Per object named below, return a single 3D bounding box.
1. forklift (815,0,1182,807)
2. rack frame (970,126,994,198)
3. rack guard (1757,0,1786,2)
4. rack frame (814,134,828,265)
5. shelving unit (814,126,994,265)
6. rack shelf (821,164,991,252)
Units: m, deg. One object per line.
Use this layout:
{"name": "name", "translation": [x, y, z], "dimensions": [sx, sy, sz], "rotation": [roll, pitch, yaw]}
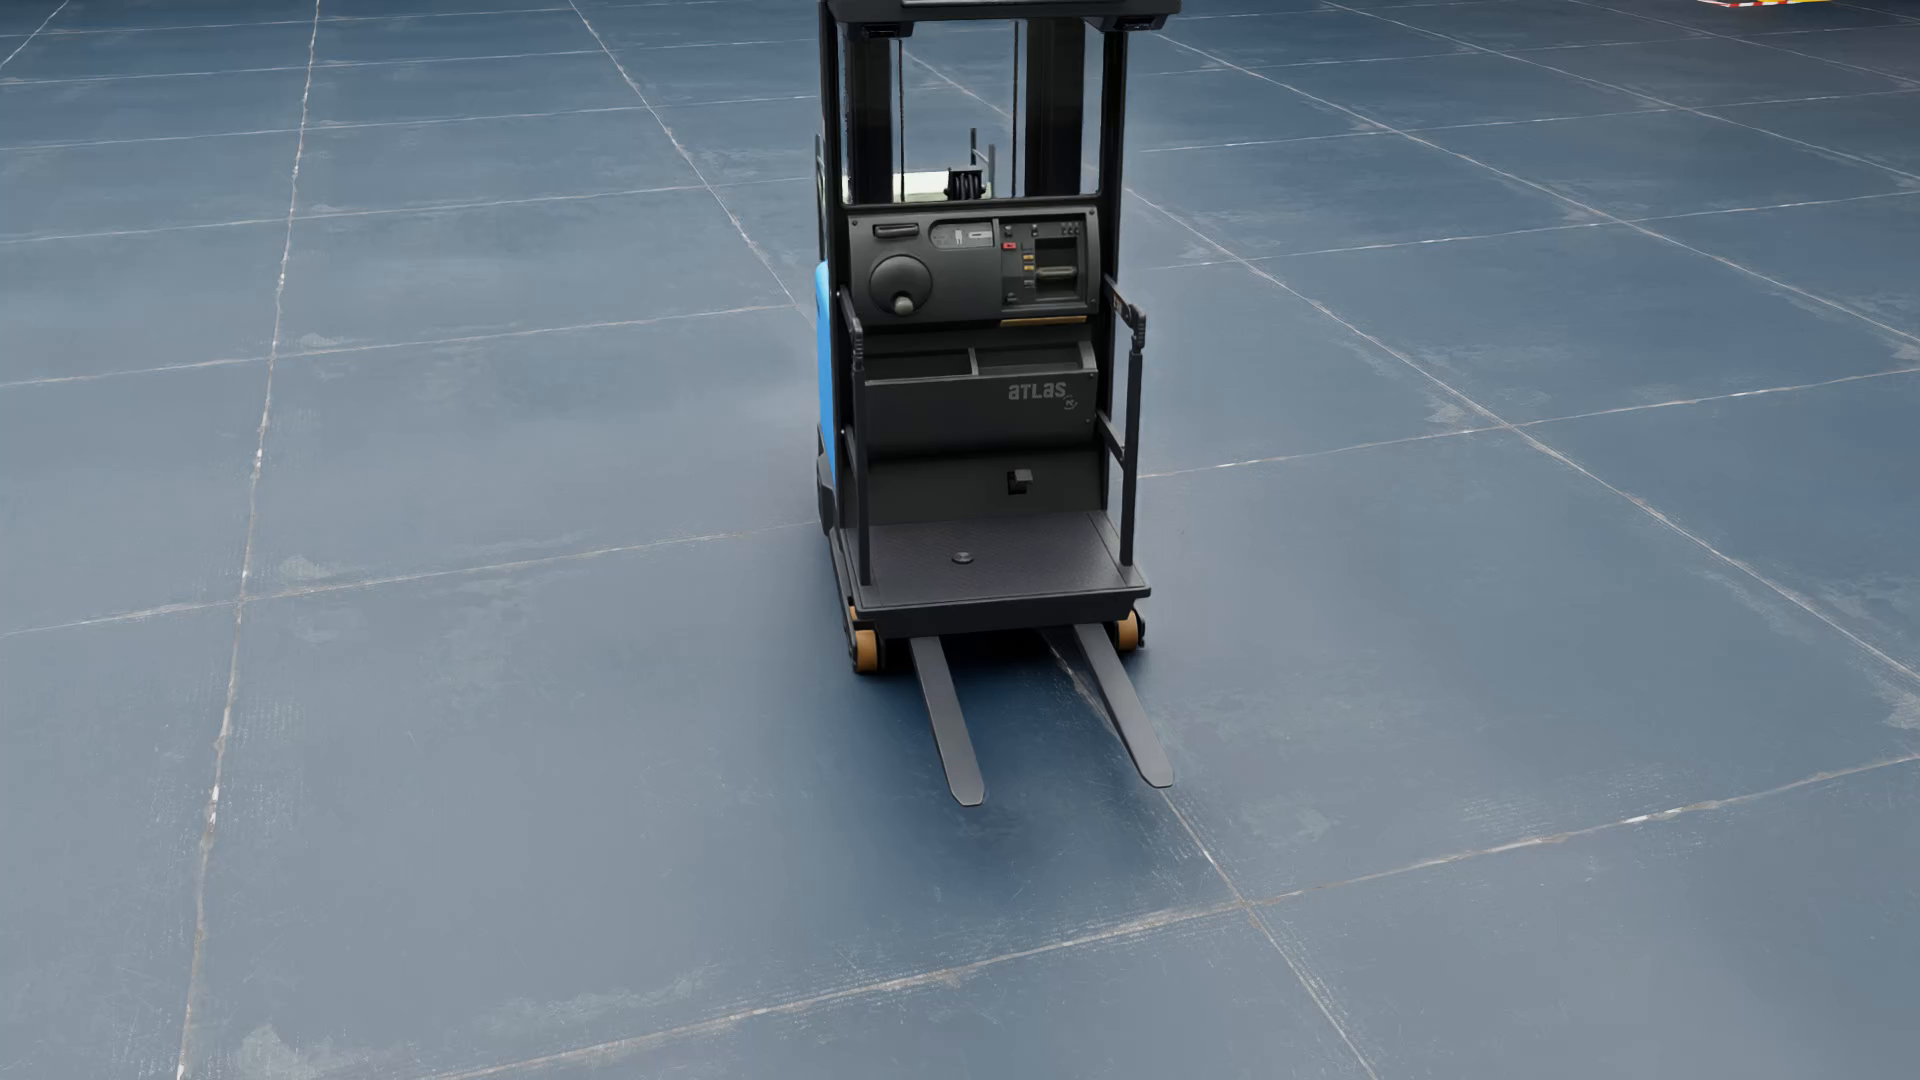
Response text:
{"name": "forklift", "translation": [0.093, -0.985, 5.938], "dimensions": [1.130, 2.935, 3.031], "rotation": [-4, 27, -8]}
{"name": "rack frame", "translation": [0.103, -1.168, 7.901], "dimensions": [0.023, 1.500, 0.400], "rotation": [-6, 25, -11]}
{"name": "rack guard", "translation": [10.054, -7.214, 21.219], "dimensions": [0.348, 0.500, 1.175], "rotation": [-8, 28, -16]}
{"name": "rack frame", "translation": [-0.611, -1.098, 7.759], "dimensions": [0.023, 1.500, 0.400], "rotation": [-6, 25, -11]}
{"name": "shelving unit", "translation": [-0.254, -1.133, 7.830], "dimensions": [0.755, 1.500, 0.431], "rotation": [-6, 25, -11]}
{"name": "rack shelf", "translation": [-0.256, -1.488, 7.667], "dimensions": [0.720, 0.370, 0.431], "rotation": [-6, 25, -11]}
